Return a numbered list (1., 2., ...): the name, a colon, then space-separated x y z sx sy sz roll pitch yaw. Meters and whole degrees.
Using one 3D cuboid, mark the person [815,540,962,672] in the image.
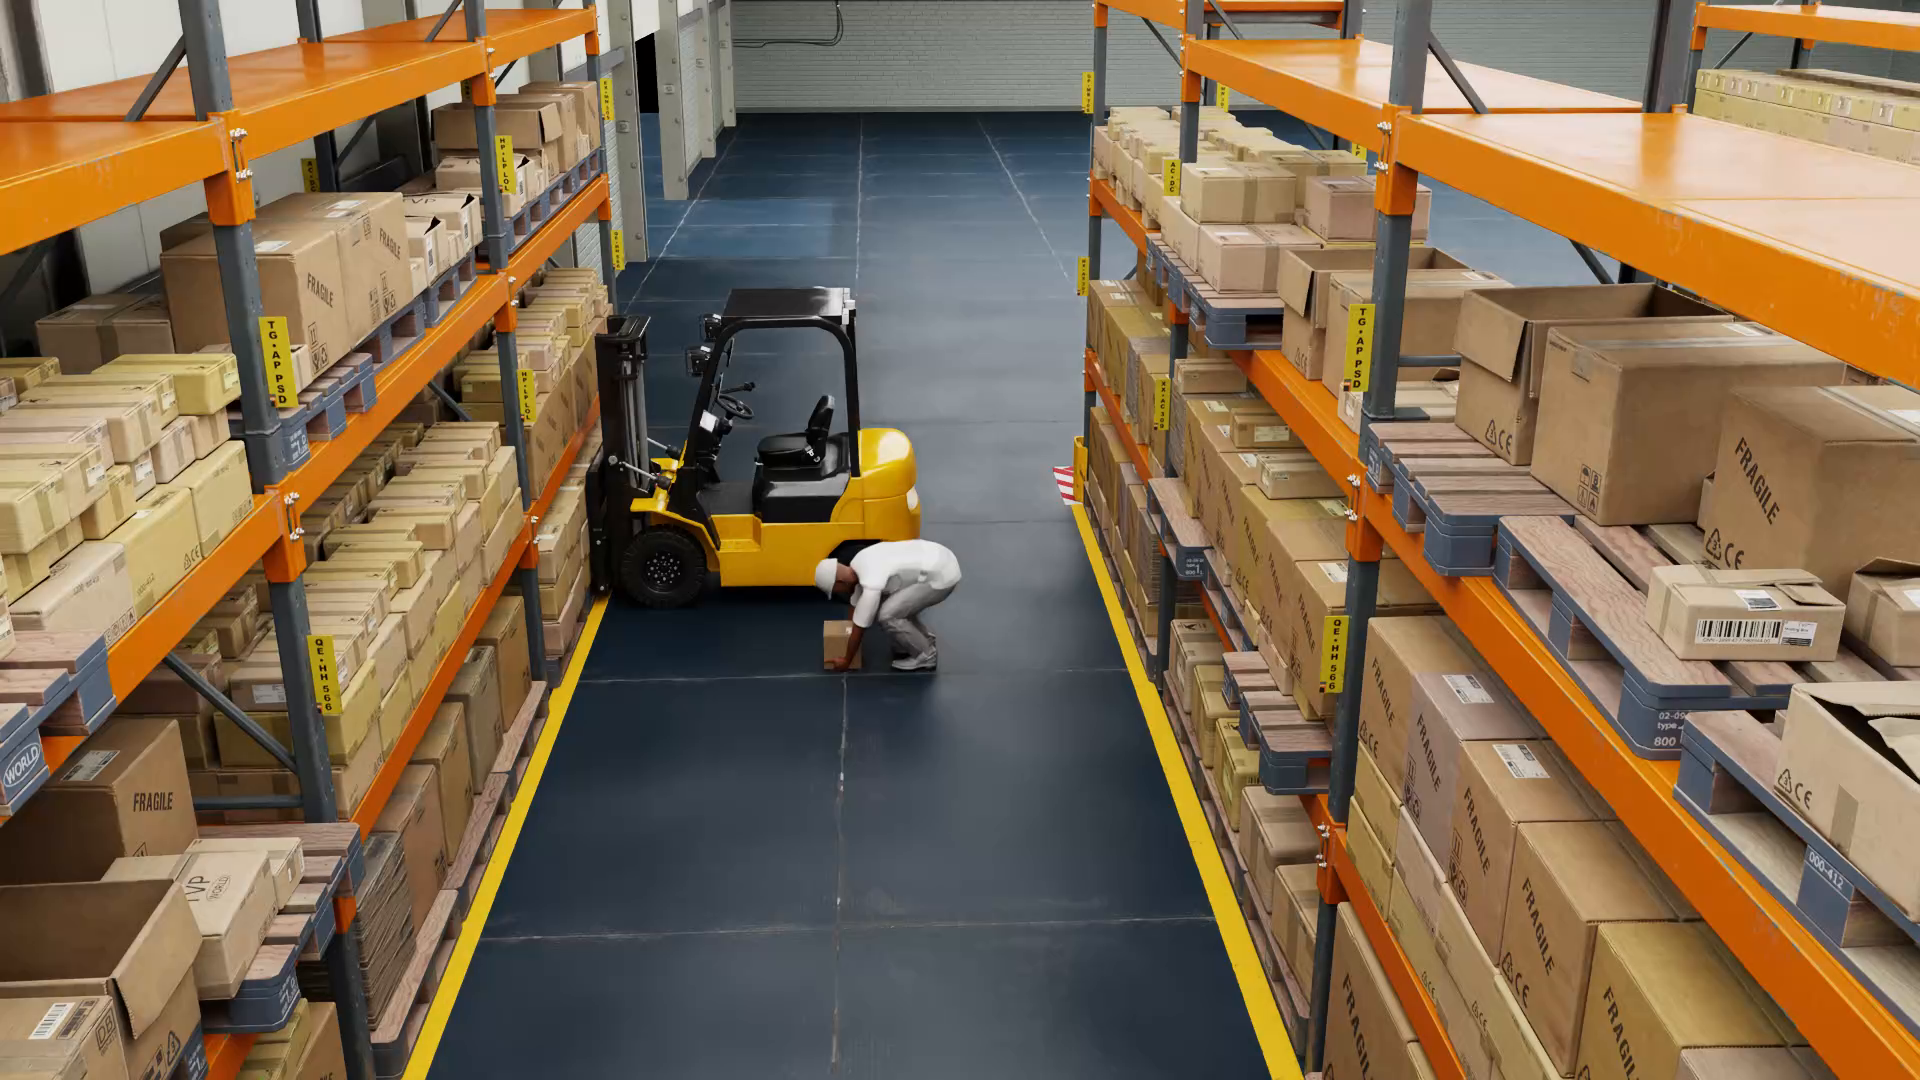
1. person: -0.482 0.439 11.209 0.980 0.862 0.517 -2 20 -5
